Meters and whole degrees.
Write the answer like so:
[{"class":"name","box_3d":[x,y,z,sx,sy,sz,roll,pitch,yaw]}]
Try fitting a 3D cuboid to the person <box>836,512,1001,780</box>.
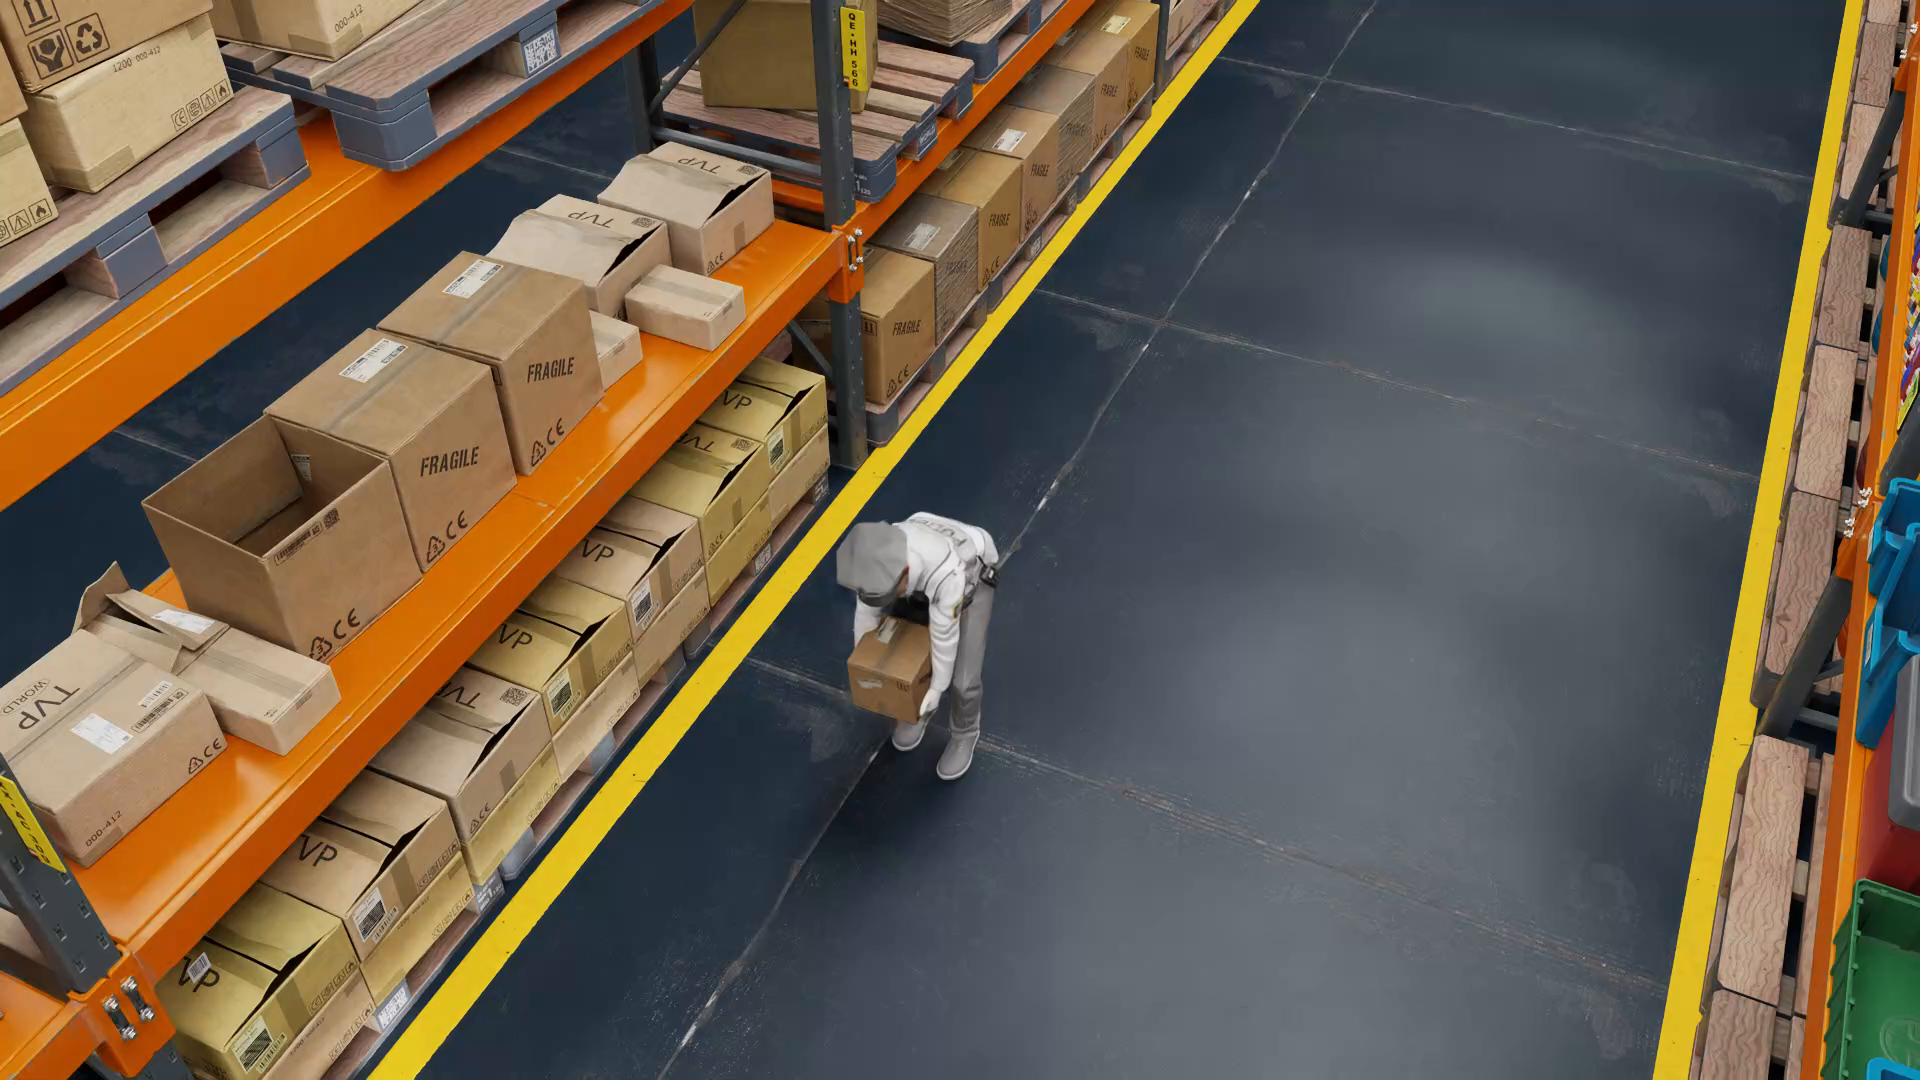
[{"class":"person","box_3d":[-0.154,0.362,5.942,0.412,1.429,0.813,17,45,17]}]
